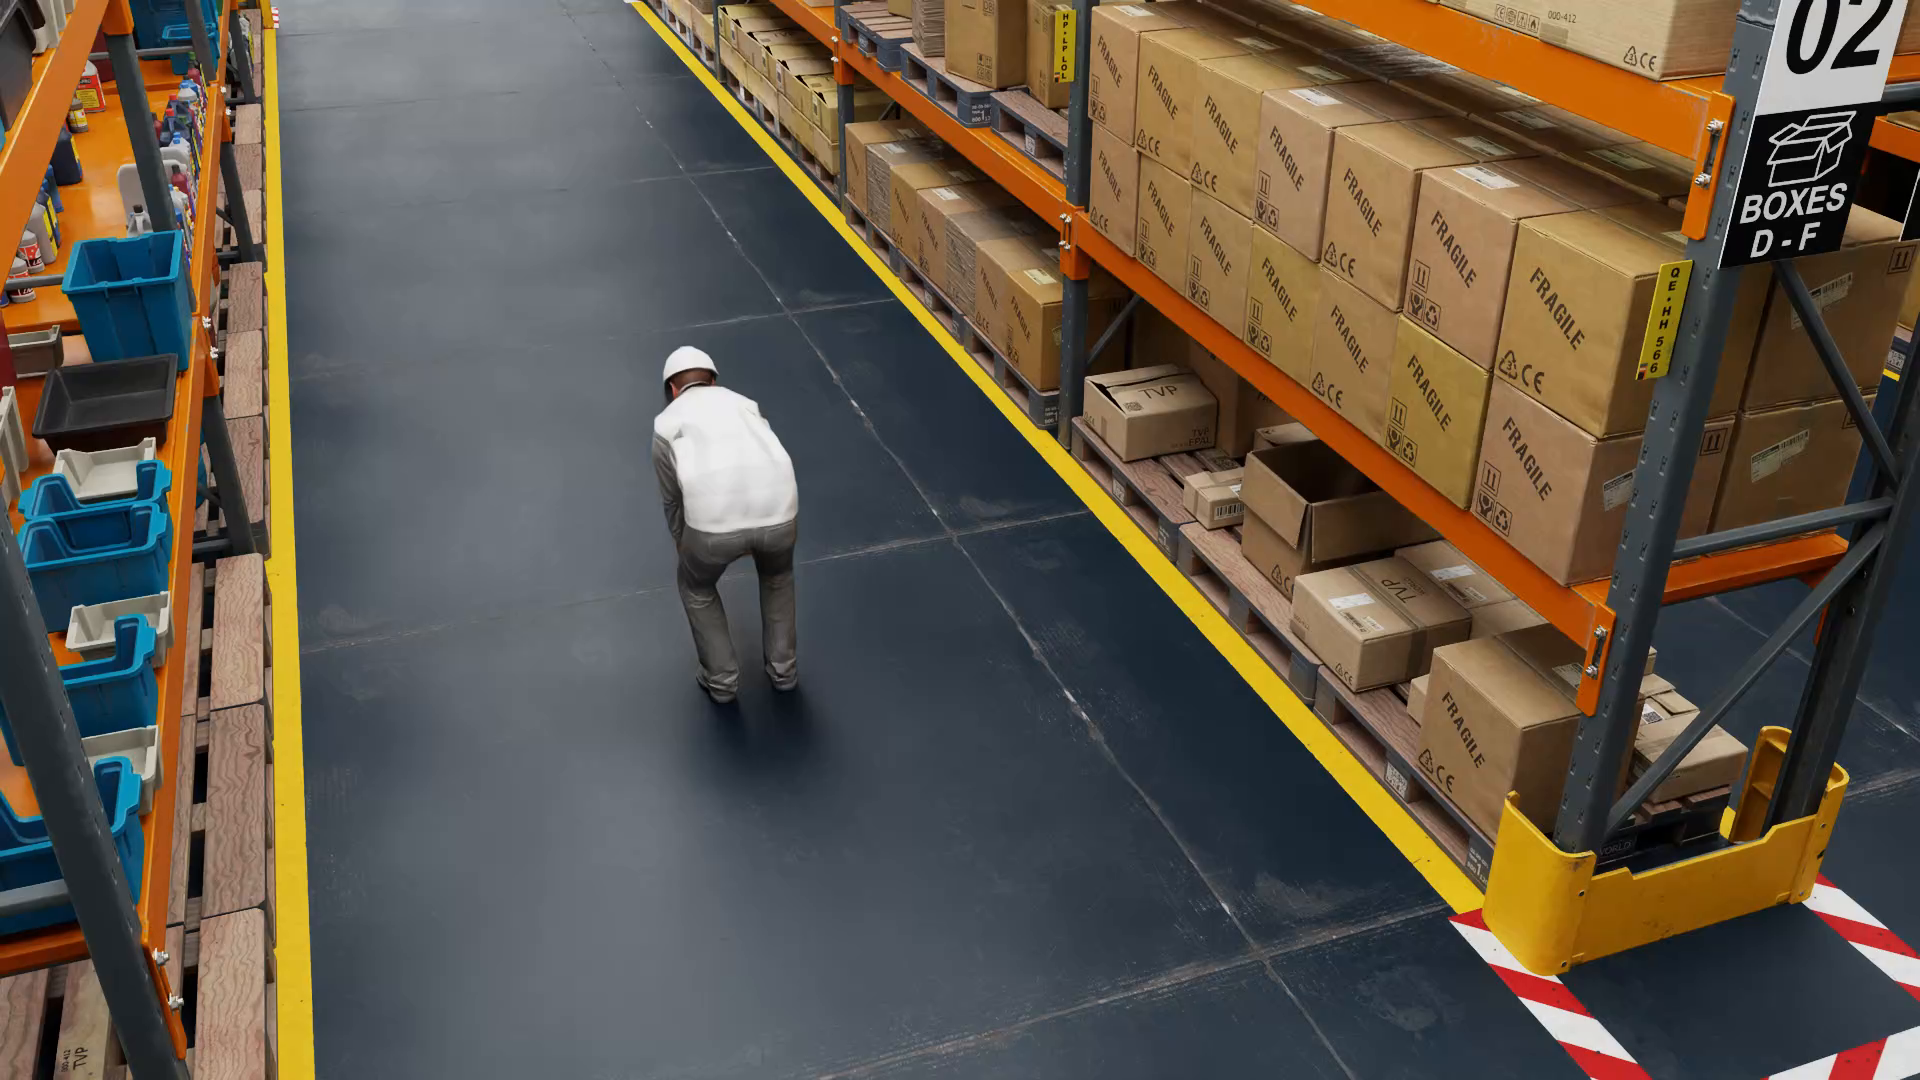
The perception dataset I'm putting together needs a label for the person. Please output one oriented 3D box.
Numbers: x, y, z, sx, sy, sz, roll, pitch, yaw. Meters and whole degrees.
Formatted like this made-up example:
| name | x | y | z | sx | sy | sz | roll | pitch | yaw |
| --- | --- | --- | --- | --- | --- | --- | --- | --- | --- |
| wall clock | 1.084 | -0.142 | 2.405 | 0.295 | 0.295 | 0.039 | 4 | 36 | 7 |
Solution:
| name | x | y | z | sx | sy | sz | roll | pitch | yaw |
| --- | --- | --- | --- | --- | --- | --- | --- | --- | --- |
| person | -0.957 | -0.063 | 6.738 | 0.479 | 1.255 | 0.967 | -11 | 32 | -19 |
